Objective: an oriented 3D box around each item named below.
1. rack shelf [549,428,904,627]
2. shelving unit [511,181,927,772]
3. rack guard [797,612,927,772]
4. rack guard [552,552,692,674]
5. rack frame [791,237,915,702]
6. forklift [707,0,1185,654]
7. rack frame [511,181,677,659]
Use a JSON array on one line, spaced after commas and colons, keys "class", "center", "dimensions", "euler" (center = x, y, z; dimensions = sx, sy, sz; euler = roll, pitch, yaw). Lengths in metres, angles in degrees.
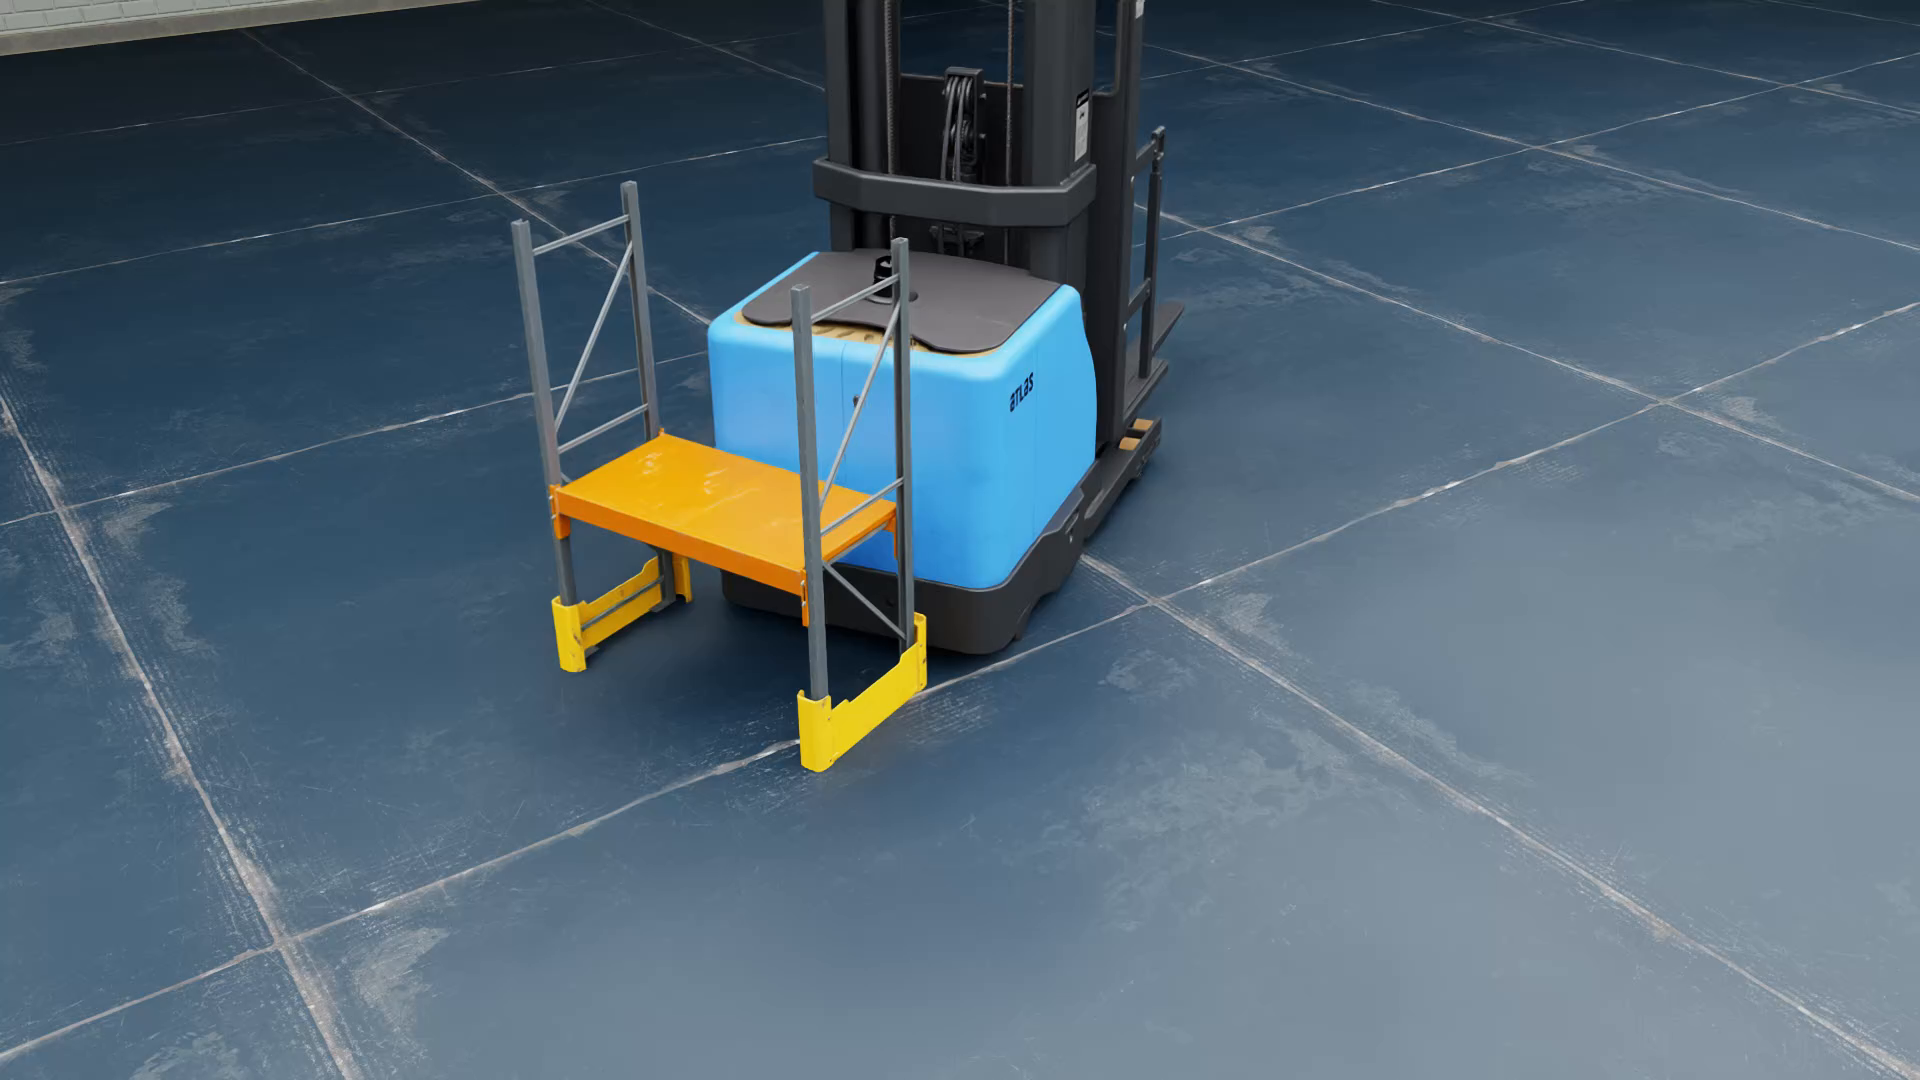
[{"class": "rack shelf", "center": [-0.719, -0.062, 5.169], "dimensions": [1.000, 0.185, 0.538], "euler": [17, 33, 28]}, {"class": "shelving unit", "center": [-0.712, -0.217, 5.079], "dimensions": [1.083, 1.500, 0.587], "euler": [17, 33, 28]}, {"class": "rack guard", "center": [-0.293, 0.460, 5.141], "dimensions": [0.087, 0.250, 0.587], "euler": [17, 33, 28]}, {"class": "rack guard", "center": [-1.131, 0.203, 5.614], "dimensions": [0.087, 0.250, 0.587], "euler": [17, 33, 28]}, {"class": "rack frame", "center": [-0.292, -0.089, 4.842], "dimensions": [0.032, 1.500, 0.500], "euler": [17, 33, 28]}, {"class": "forklift", "center": [0.189, -1.601, 6.126], "dimensions": [1.130, 2.935, 3.031], "euler": [11, 30, 19]}, {"class": "rack frame", "center": [-1.147, -0.351, 5.325], "dimensions": [0.032, 1.500, 0.500], "euler": [17, 33, 28]}]
